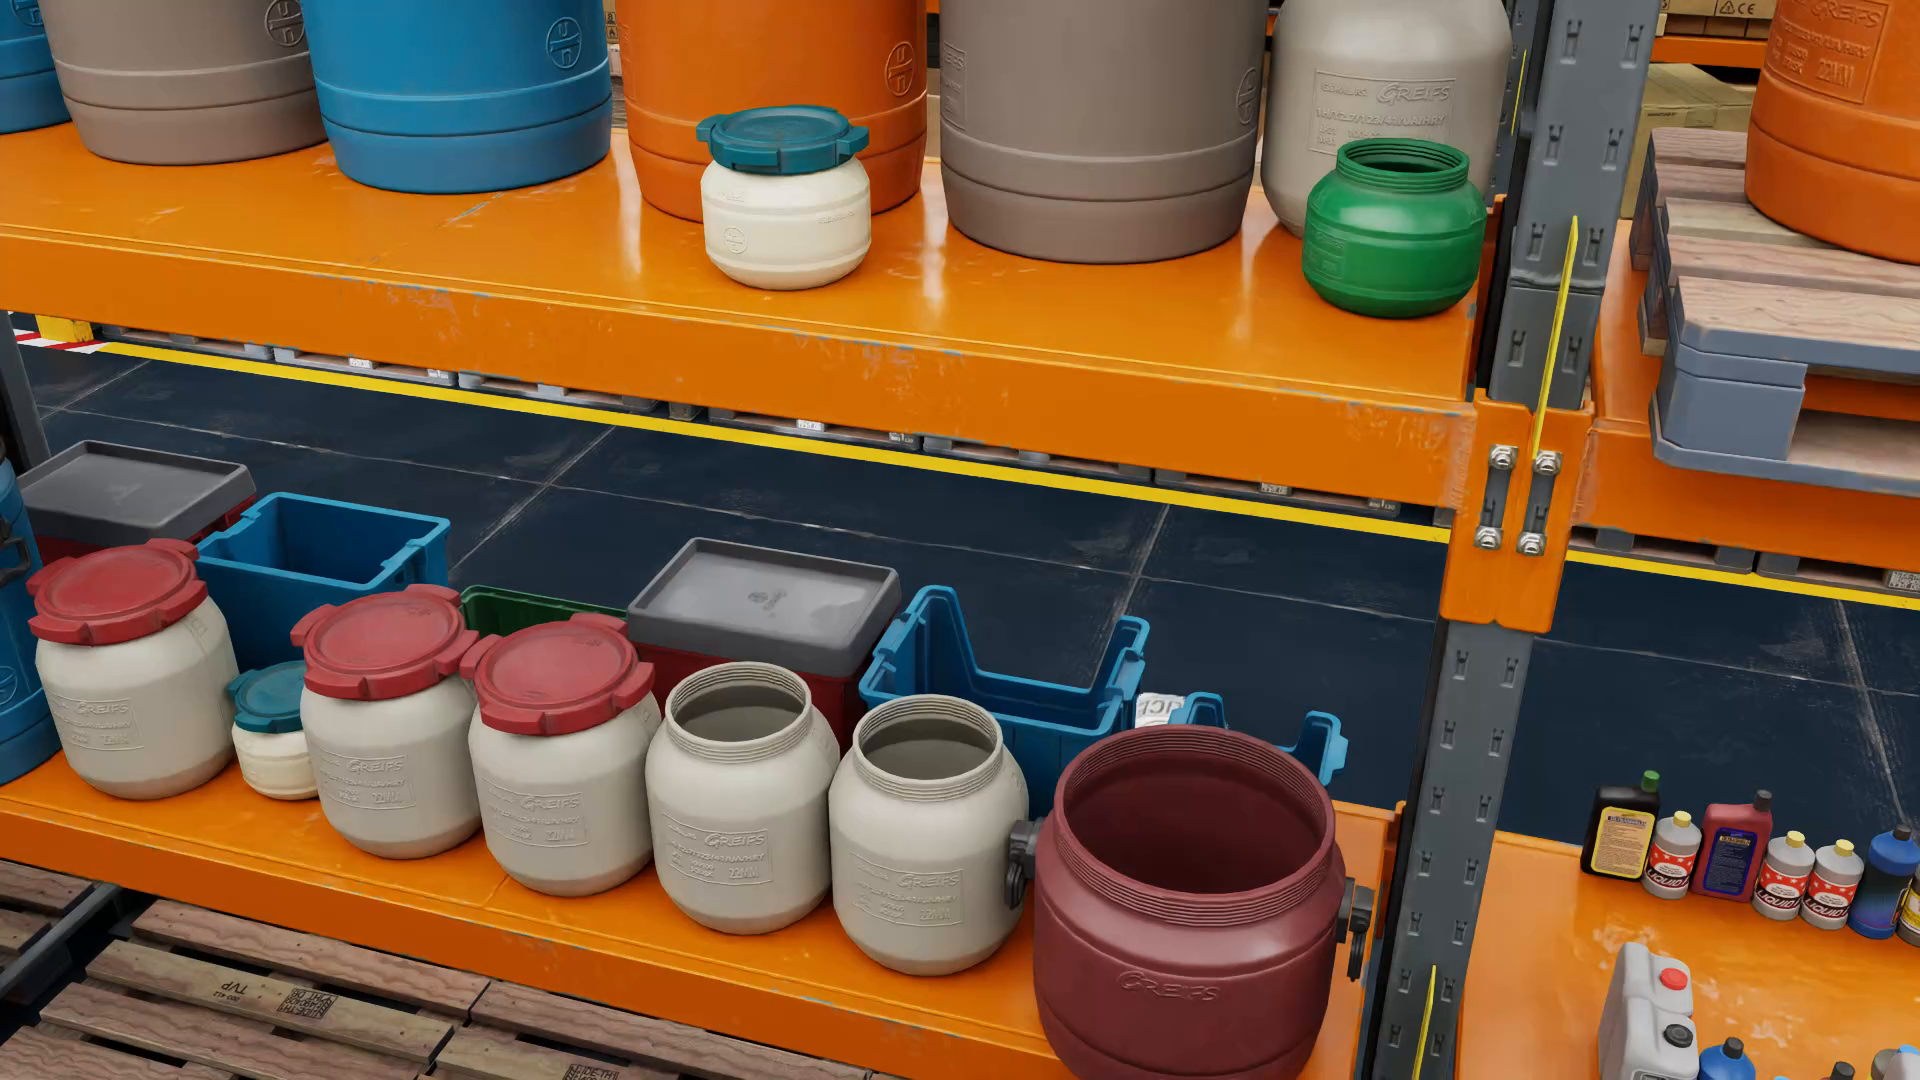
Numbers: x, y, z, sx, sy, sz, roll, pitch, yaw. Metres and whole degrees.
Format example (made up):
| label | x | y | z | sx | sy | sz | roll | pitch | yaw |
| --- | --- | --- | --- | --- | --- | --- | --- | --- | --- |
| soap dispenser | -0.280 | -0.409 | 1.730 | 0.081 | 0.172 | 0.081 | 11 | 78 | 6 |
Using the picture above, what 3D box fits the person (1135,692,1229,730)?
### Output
| label | x | y | z | sx | sy | sz | roll | pitch | yaw |
| --- | --- | --- | --- | --- | --- | --- | --- | --- | --- |
| person | 0.677 | 0.897 | 5.518 | 0.451 | 0.817 | 0.906 | 8 | 30 | 14 |
